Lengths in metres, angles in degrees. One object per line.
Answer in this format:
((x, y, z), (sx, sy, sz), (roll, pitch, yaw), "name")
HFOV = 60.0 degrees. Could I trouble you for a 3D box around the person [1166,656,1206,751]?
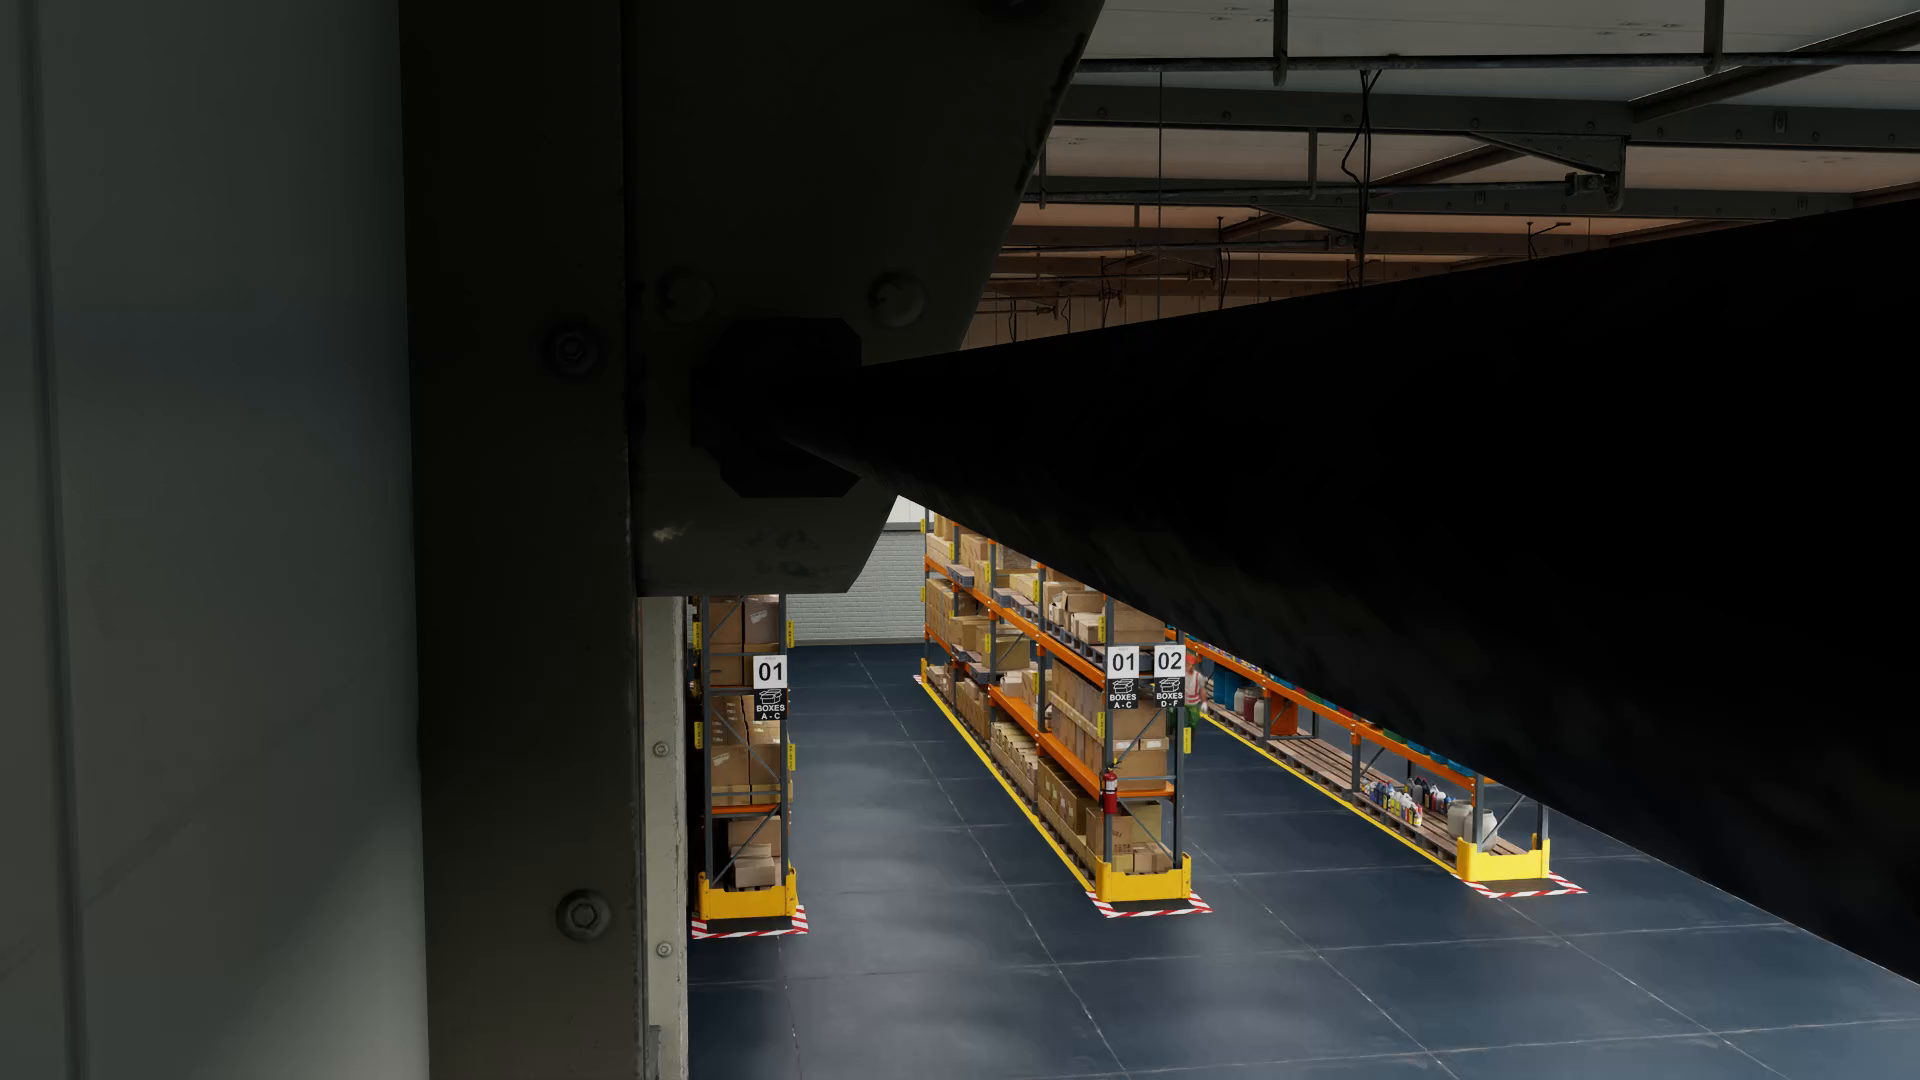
((3.977, 2.868, 29.532), (0.784, 1.711, 0.704), (1, 5, 8), "person")
